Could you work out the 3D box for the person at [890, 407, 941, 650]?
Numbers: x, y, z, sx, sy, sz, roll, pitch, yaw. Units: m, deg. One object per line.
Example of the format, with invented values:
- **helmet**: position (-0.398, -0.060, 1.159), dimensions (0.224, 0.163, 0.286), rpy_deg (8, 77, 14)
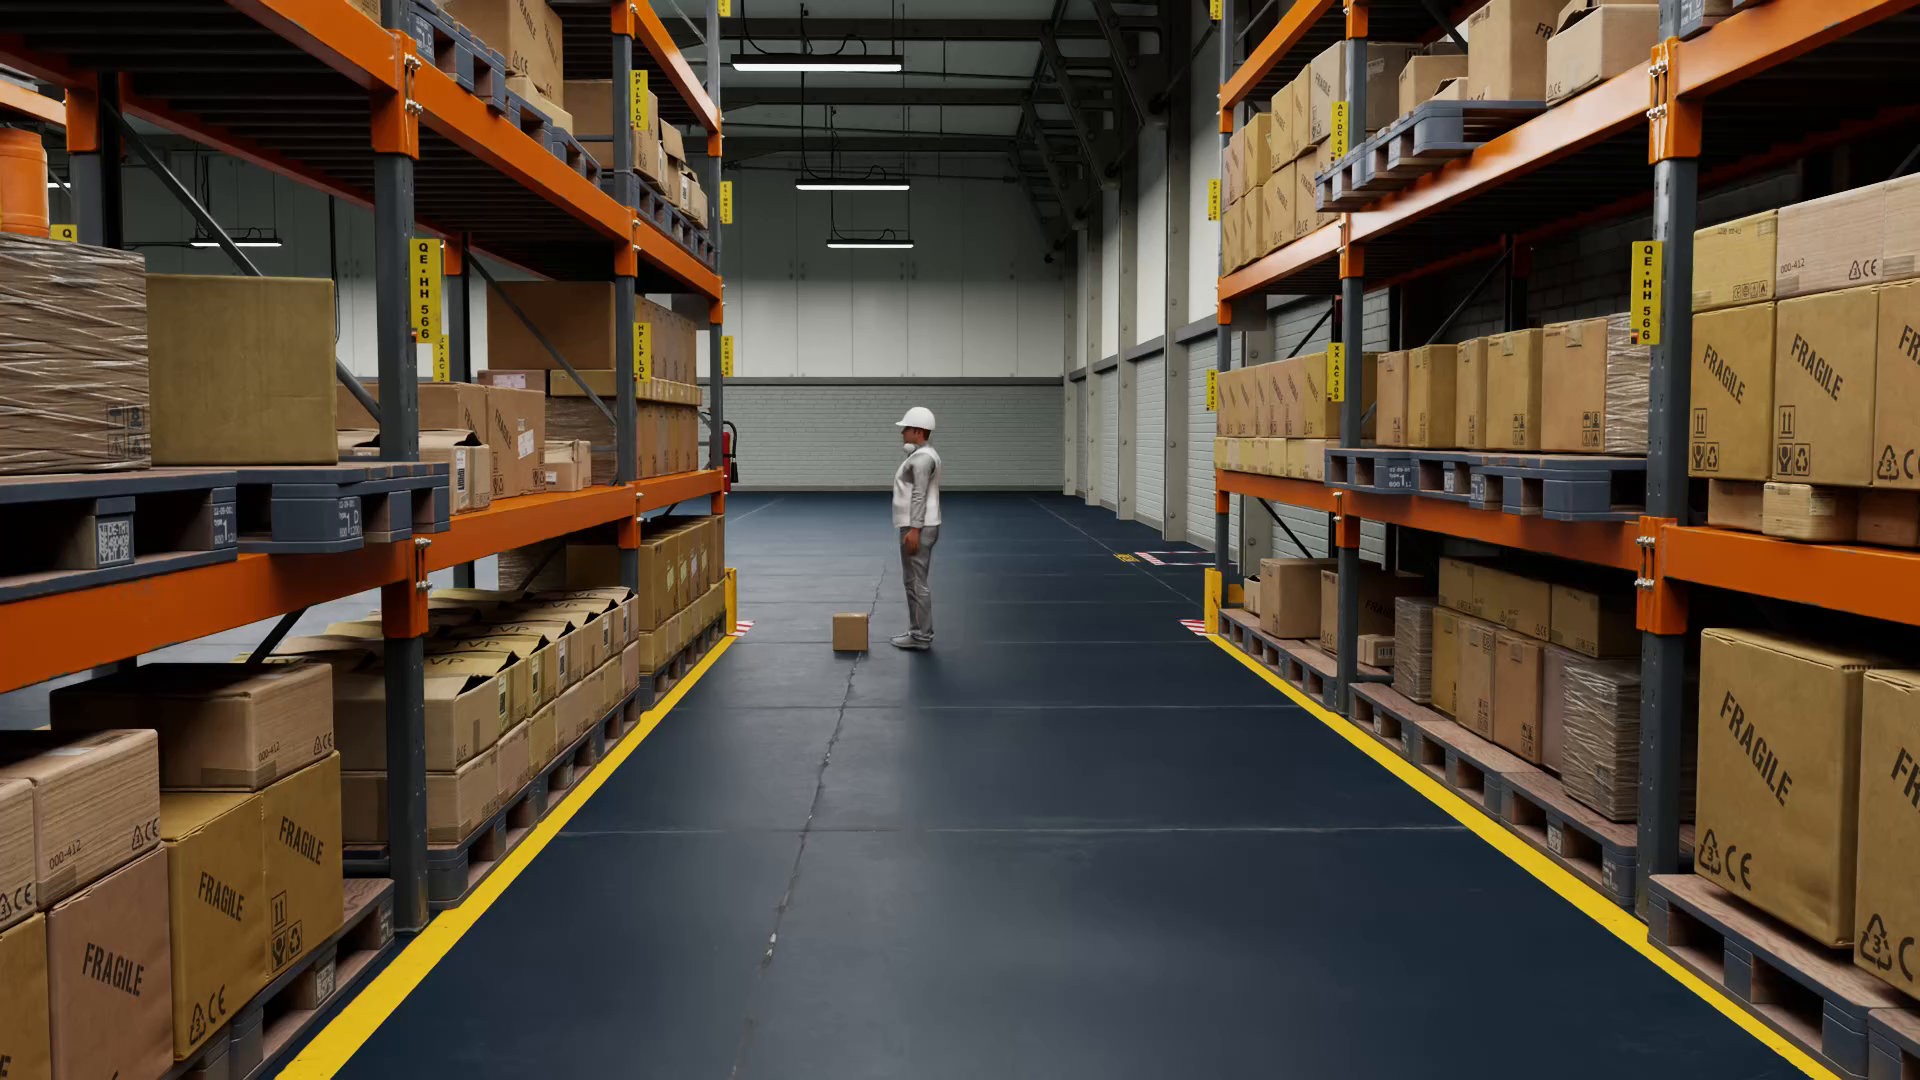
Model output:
- **person**: position (-0.342, -0.089, 12.272), dimensions (0.399, 1.779, 0.576), rpy_deg (0, 4, 4)
